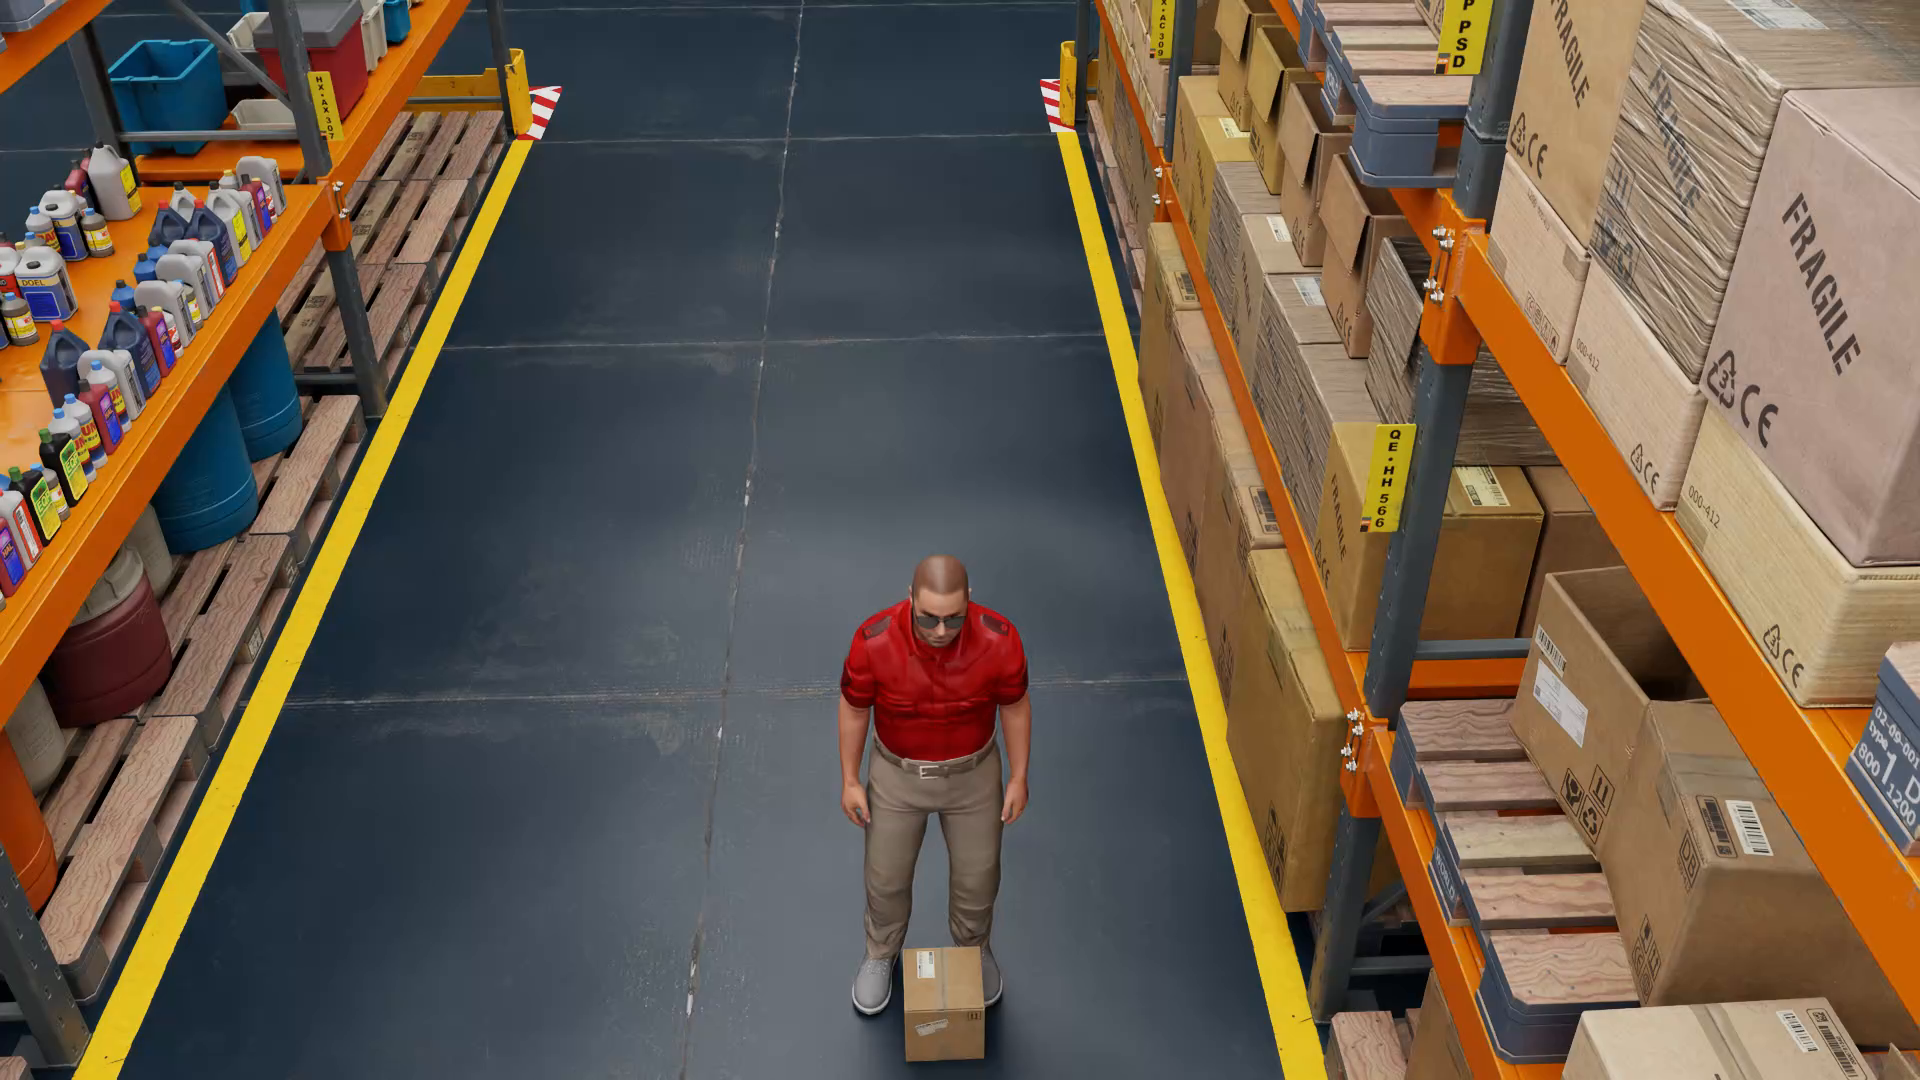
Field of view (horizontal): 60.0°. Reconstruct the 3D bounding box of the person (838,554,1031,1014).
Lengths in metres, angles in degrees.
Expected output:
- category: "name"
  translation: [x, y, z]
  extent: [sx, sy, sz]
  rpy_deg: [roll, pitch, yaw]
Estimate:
- category: "person"
  translation: [-0.076, 0.736, 5.106]
  extent: [0.586, 1.727, 0.393]
  rpy_deg: [-1, 35, -2]
